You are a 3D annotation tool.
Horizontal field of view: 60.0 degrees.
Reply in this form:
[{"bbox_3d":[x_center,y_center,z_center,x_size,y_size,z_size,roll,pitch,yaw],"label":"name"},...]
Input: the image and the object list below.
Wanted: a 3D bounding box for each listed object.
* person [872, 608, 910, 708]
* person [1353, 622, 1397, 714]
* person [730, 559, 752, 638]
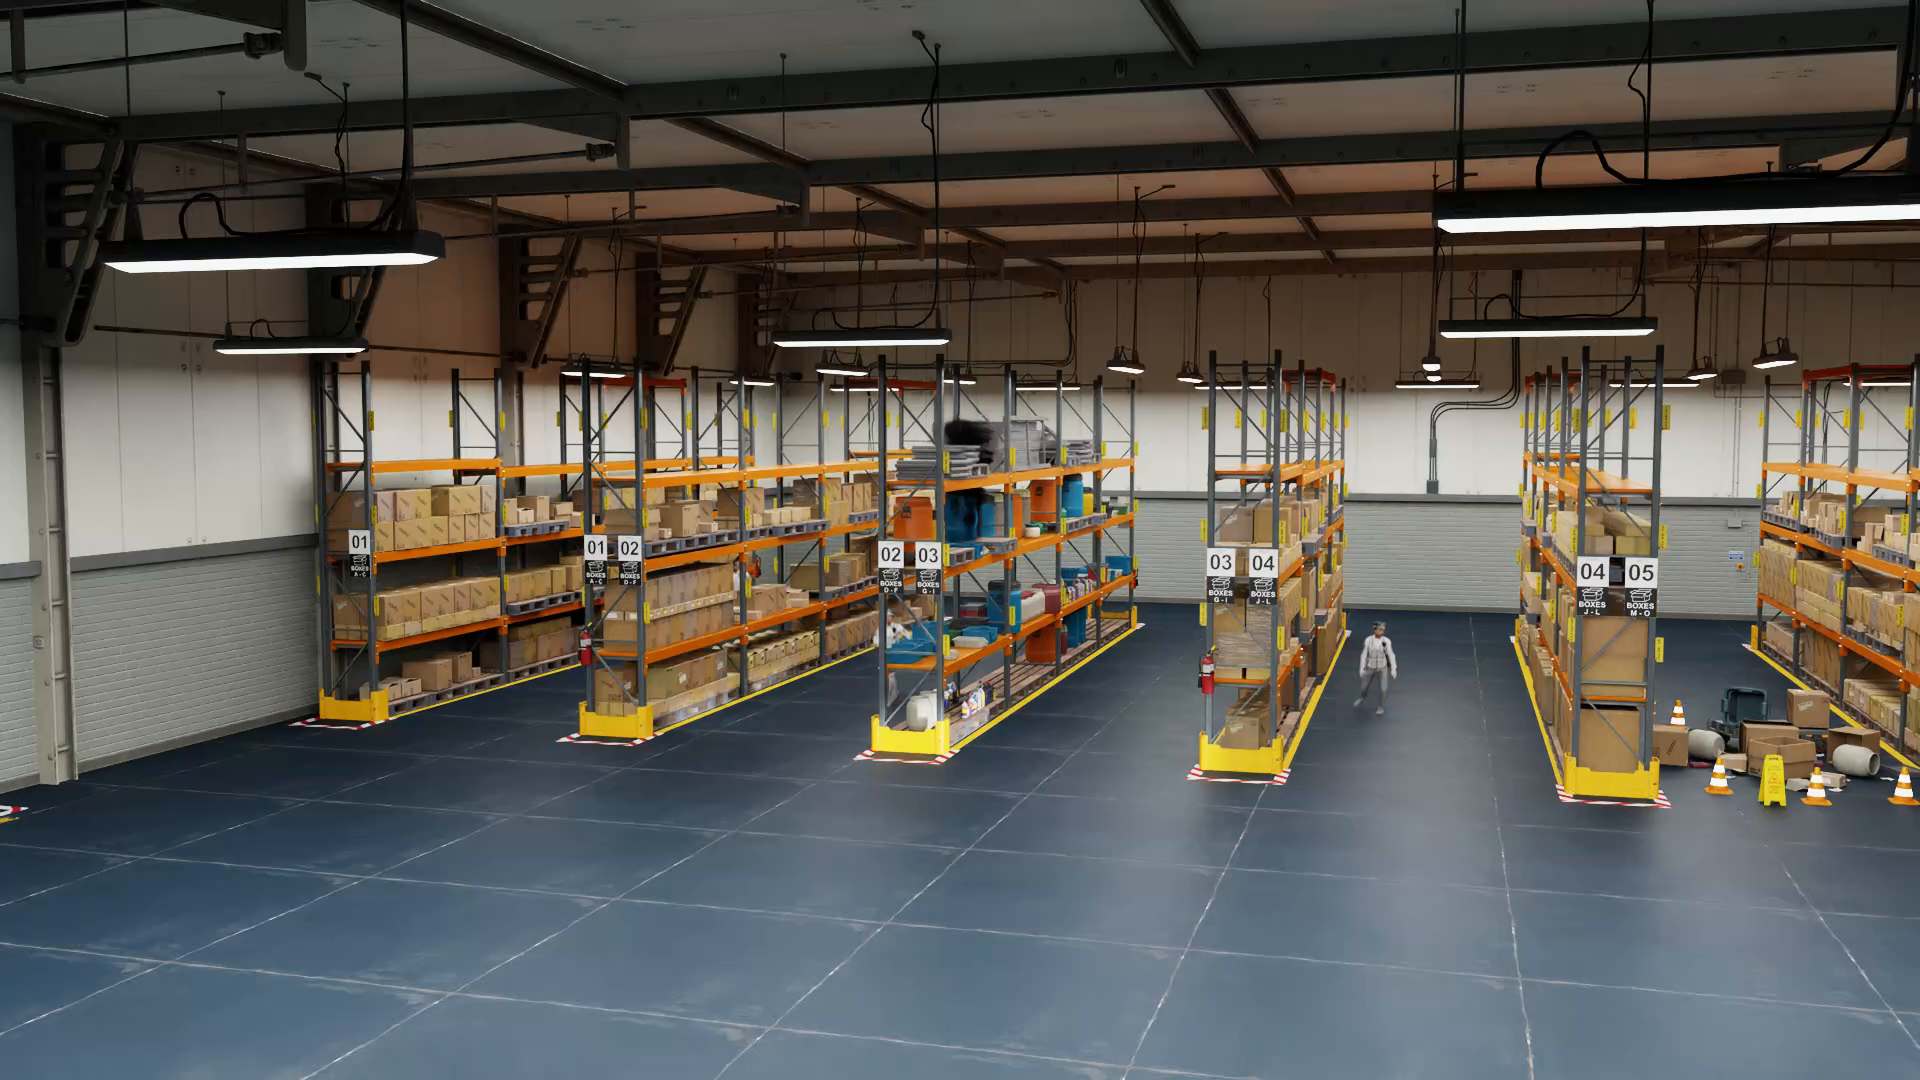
[{"bbox_3d":[-1.230,2.062,29.334,0.564,1.747,0.830,2,4,23],"label":"person"},{"bbox_3d":[7.122,2.163,28.532,0.725,1.593,0.646,1,4,17],"label":"person"},{"bbox_3d":[-5.236,1.345,38.804,0.623,1.839,0.890,1,4,14],"label":"person"}]
